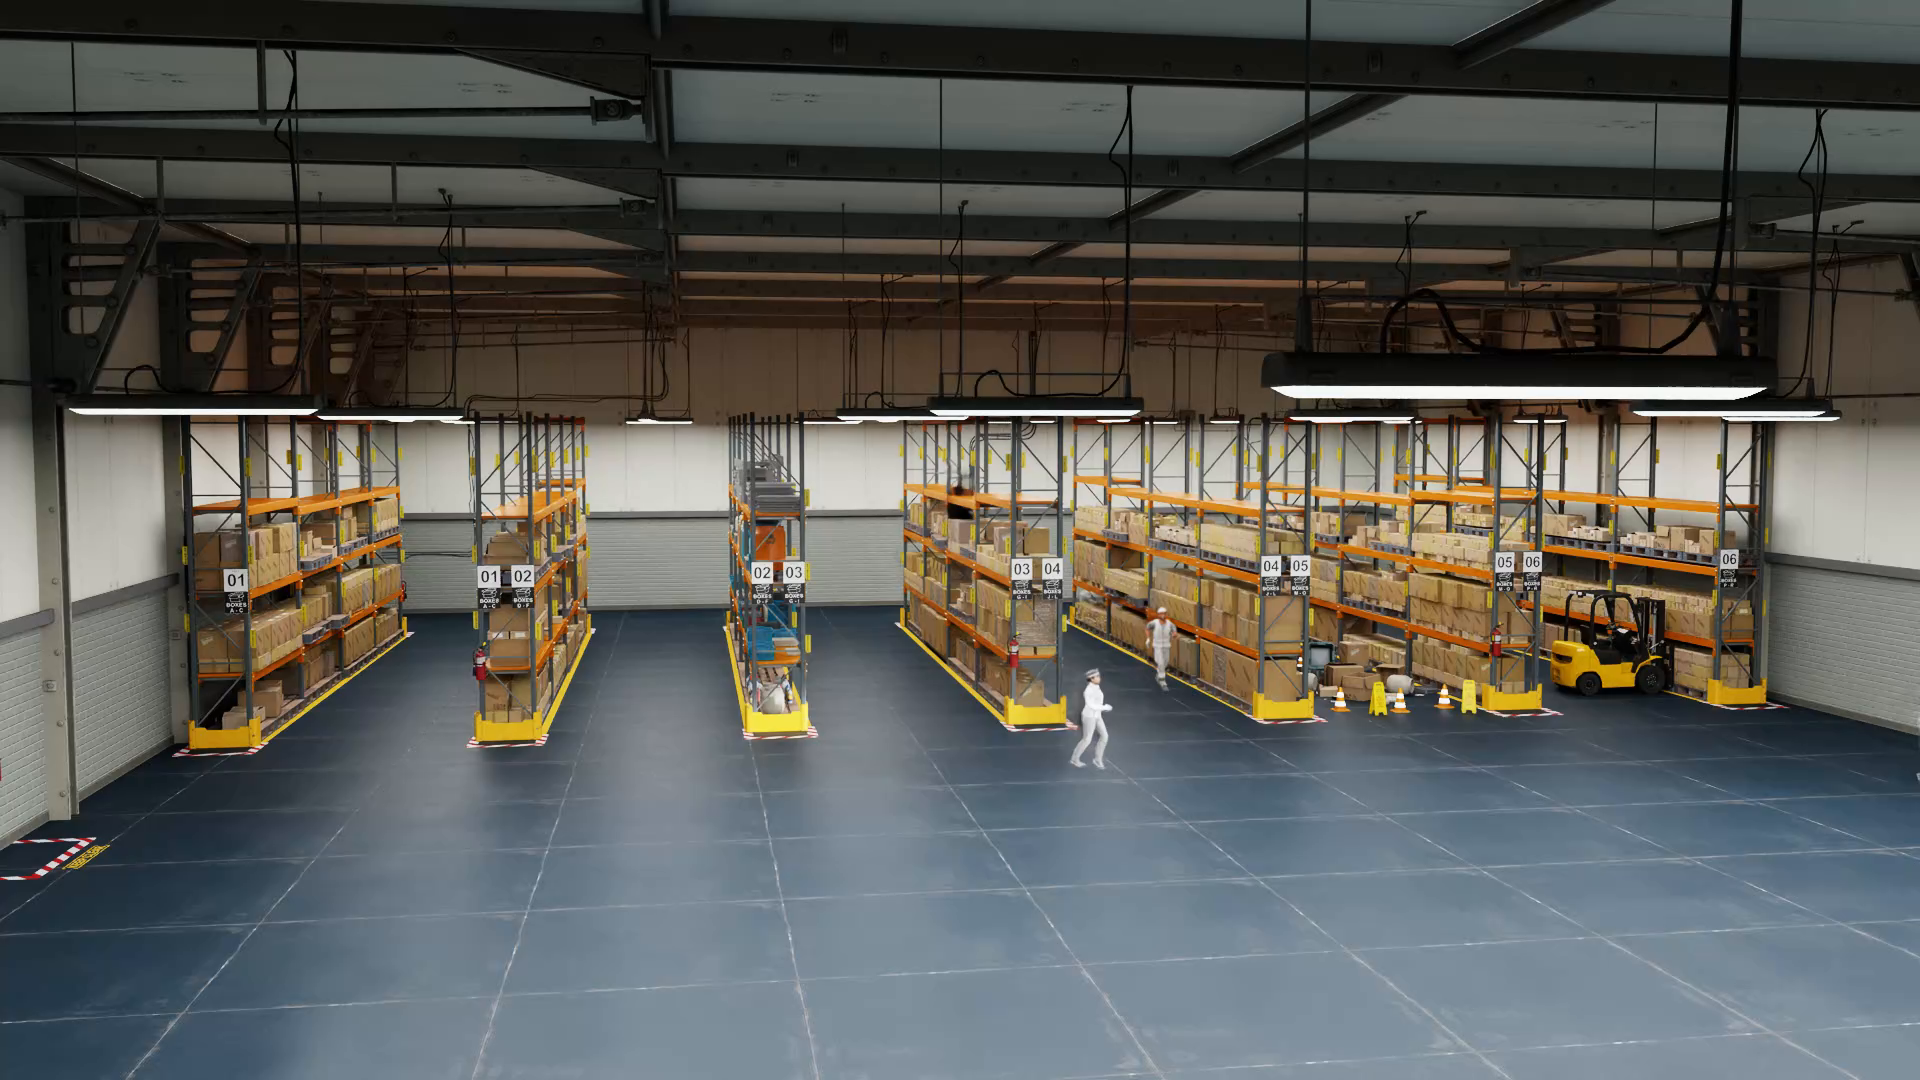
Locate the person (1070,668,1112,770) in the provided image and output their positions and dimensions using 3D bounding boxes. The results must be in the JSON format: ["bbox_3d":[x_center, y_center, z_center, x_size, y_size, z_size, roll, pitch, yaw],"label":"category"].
[{"bbox_3d":[2.209,3.012,27.777,0.725,1.759,0.626,2,4,22],"label":"person"}]

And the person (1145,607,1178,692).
[{"bbox_3d":[4.375,2.339,36.082,0.662,1.776,1.004,-1,4,-11],"label":"person"}]

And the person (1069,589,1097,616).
[{"bbox_3d":[3.805,1.458,49.912,1.082,1.730,0.733,0,4,-6],"label":"person"}]
